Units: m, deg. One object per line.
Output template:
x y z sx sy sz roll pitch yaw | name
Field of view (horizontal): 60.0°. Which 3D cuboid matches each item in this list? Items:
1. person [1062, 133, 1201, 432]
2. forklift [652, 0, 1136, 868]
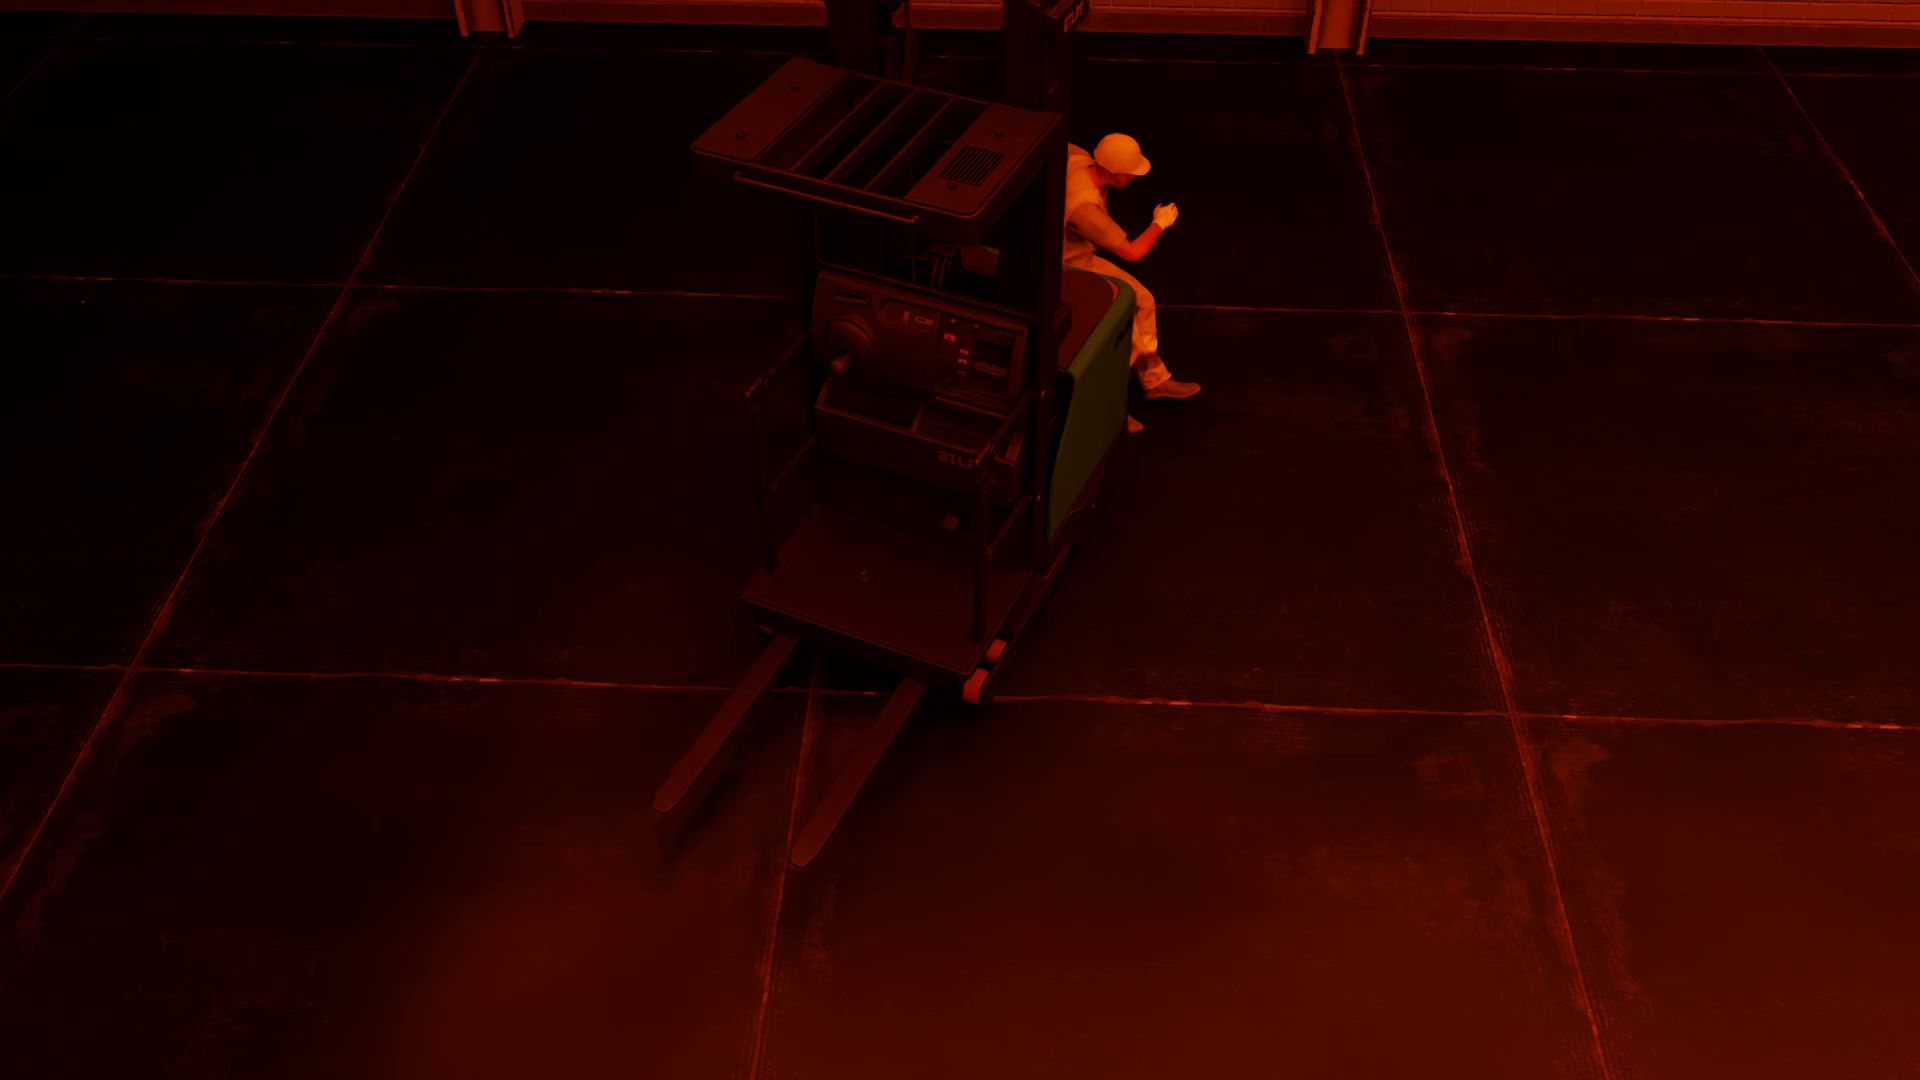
0.758 -1.469 8.428 1.056 1.535 1.084 5 43 5 | person
-0.257 -0.709 6.519 1.130 2.935 3.031 17 45 18 | forklift
